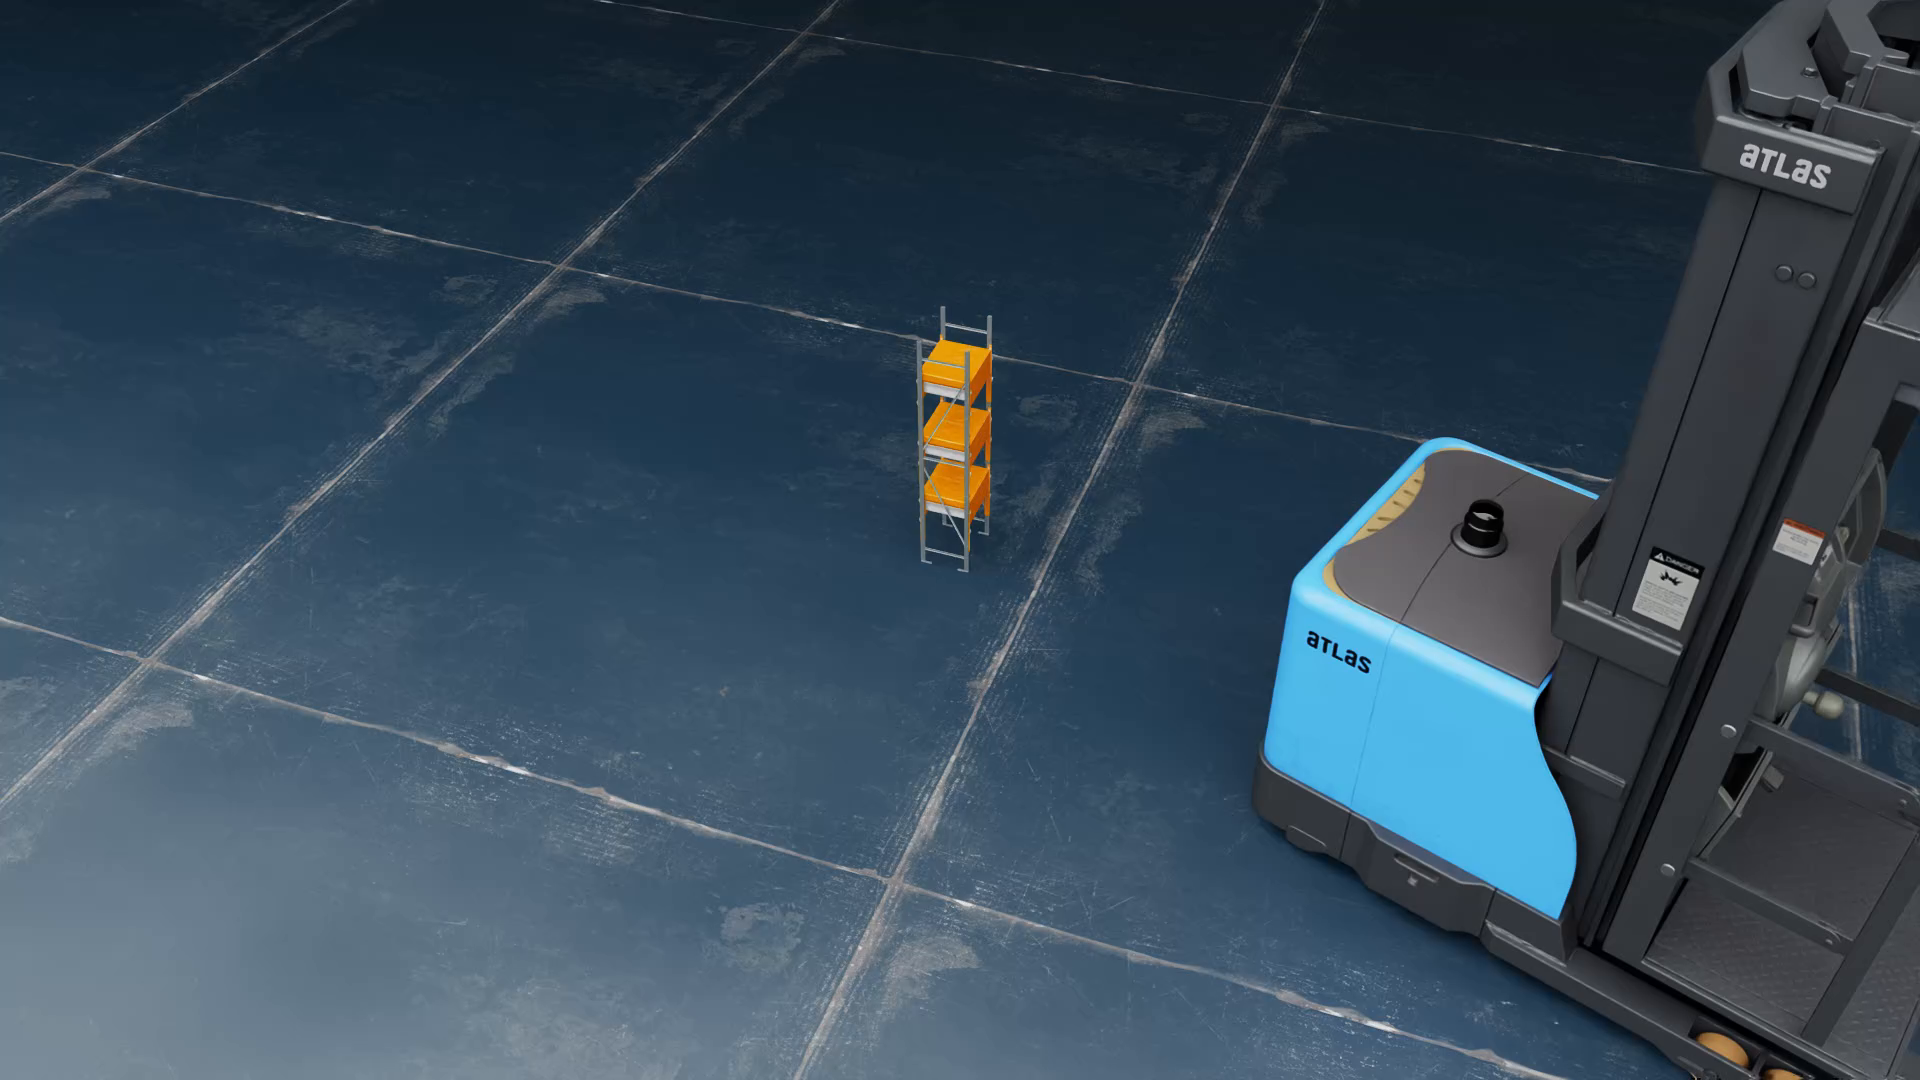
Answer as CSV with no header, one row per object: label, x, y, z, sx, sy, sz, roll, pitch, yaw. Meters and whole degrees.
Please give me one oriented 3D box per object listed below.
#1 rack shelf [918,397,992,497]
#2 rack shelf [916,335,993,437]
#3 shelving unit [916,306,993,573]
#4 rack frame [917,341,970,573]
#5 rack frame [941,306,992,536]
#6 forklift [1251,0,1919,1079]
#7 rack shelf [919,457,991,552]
rack shelf,-0.018,-0.359,6.378,0.215,0.259,0.240,13,42,15
rack shelf,-0.018,-0.575,6.194,0.215,0.259,0.240,13,42,15
shelving unit,-0.018,-0.367,6.371,0.215,1.050,0.252,13,42,15
rack frame,-0.060,-0.292,6.284,0.200,1.050,0.008,13,42,15
rack frame,0.023,-0.441,6.458,0.200,1.050,0.008,13,42,15
forklift,2.450,0.176,4.286,3.031,2.935,1.130,27,47,28
rack shelf,-0.018,-0.147,6.558,0.215,0.259,0.240,13,42,15
